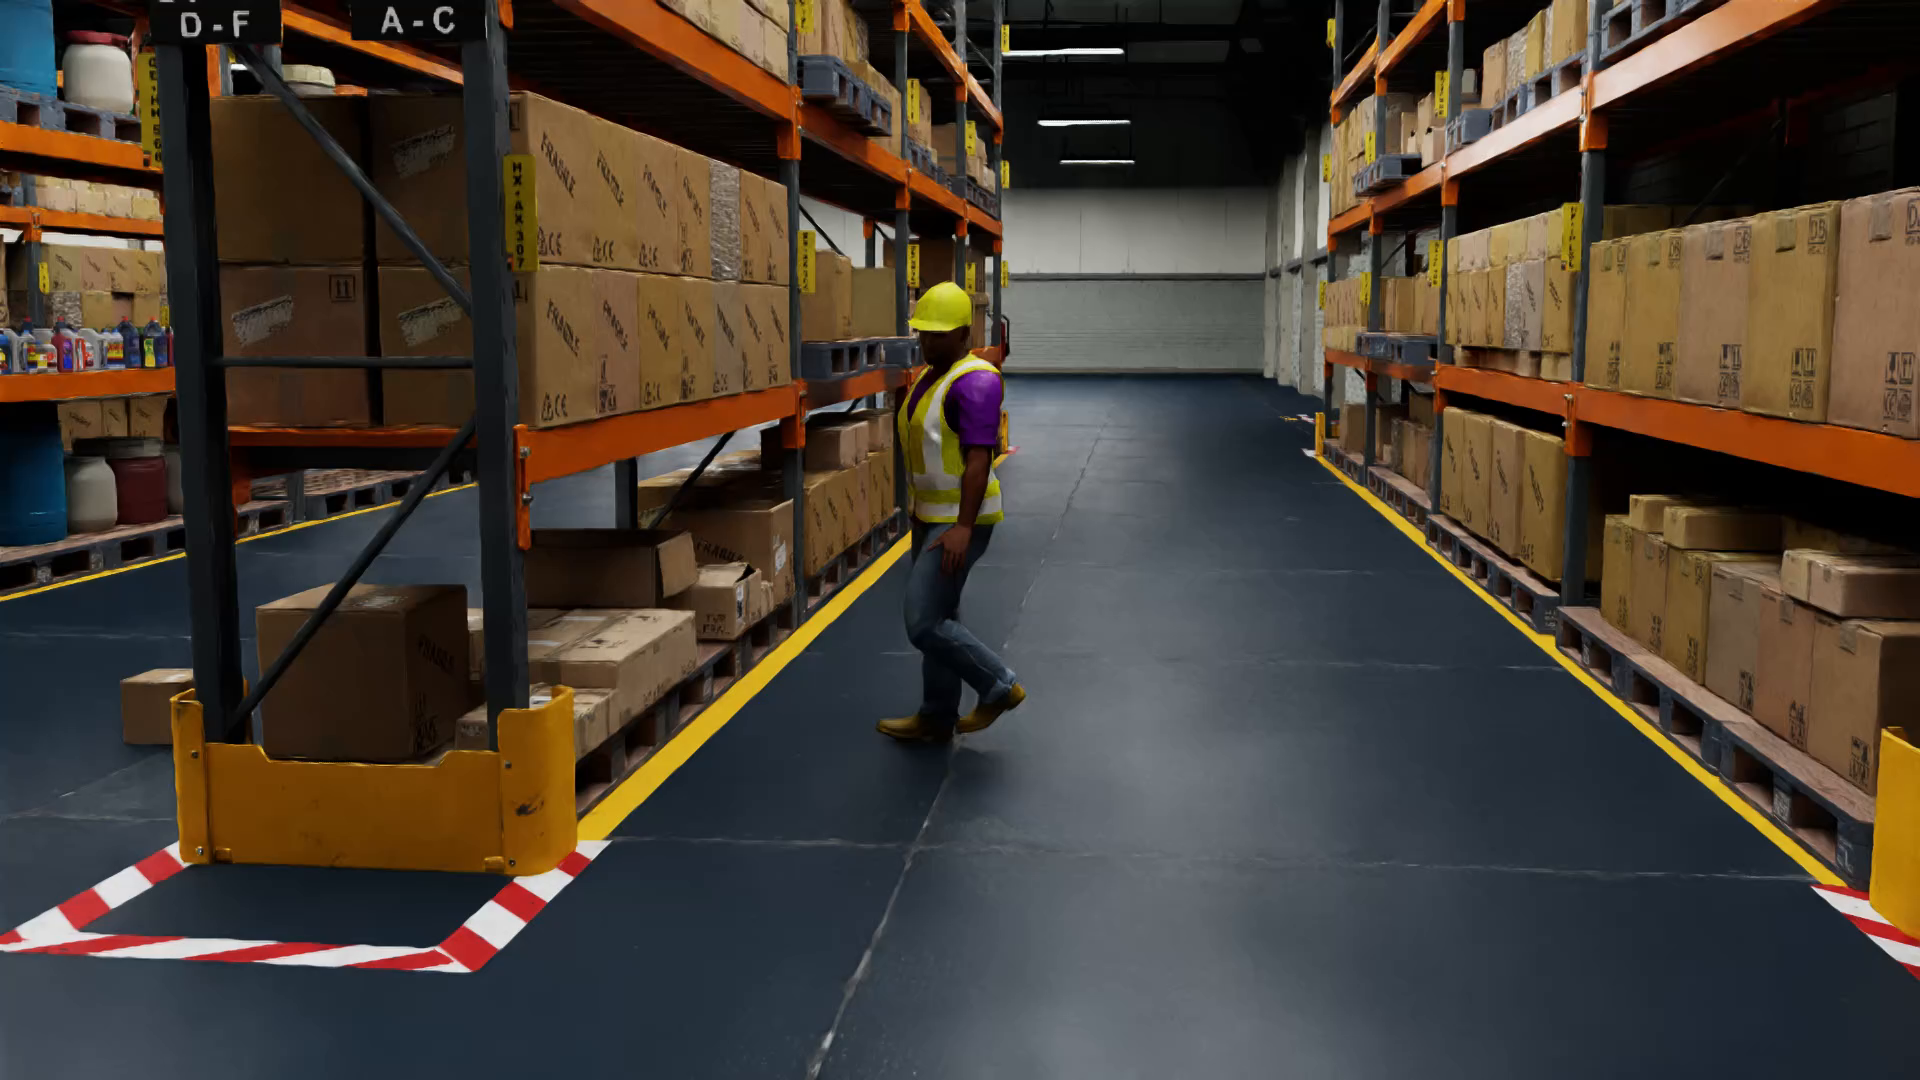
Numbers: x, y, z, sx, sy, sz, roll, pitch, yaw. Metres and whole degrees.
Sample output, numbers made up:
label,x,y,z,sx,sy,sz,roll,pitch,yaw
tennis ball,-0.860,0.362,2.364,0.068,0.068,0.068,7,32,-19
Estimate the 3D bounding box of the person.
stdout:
label,x,y,z,sx,sy,sz,roll,pitch,yaw
person,-0.010,-0.073,6.192,0.494,1.758,0.635,-3,8,-20
